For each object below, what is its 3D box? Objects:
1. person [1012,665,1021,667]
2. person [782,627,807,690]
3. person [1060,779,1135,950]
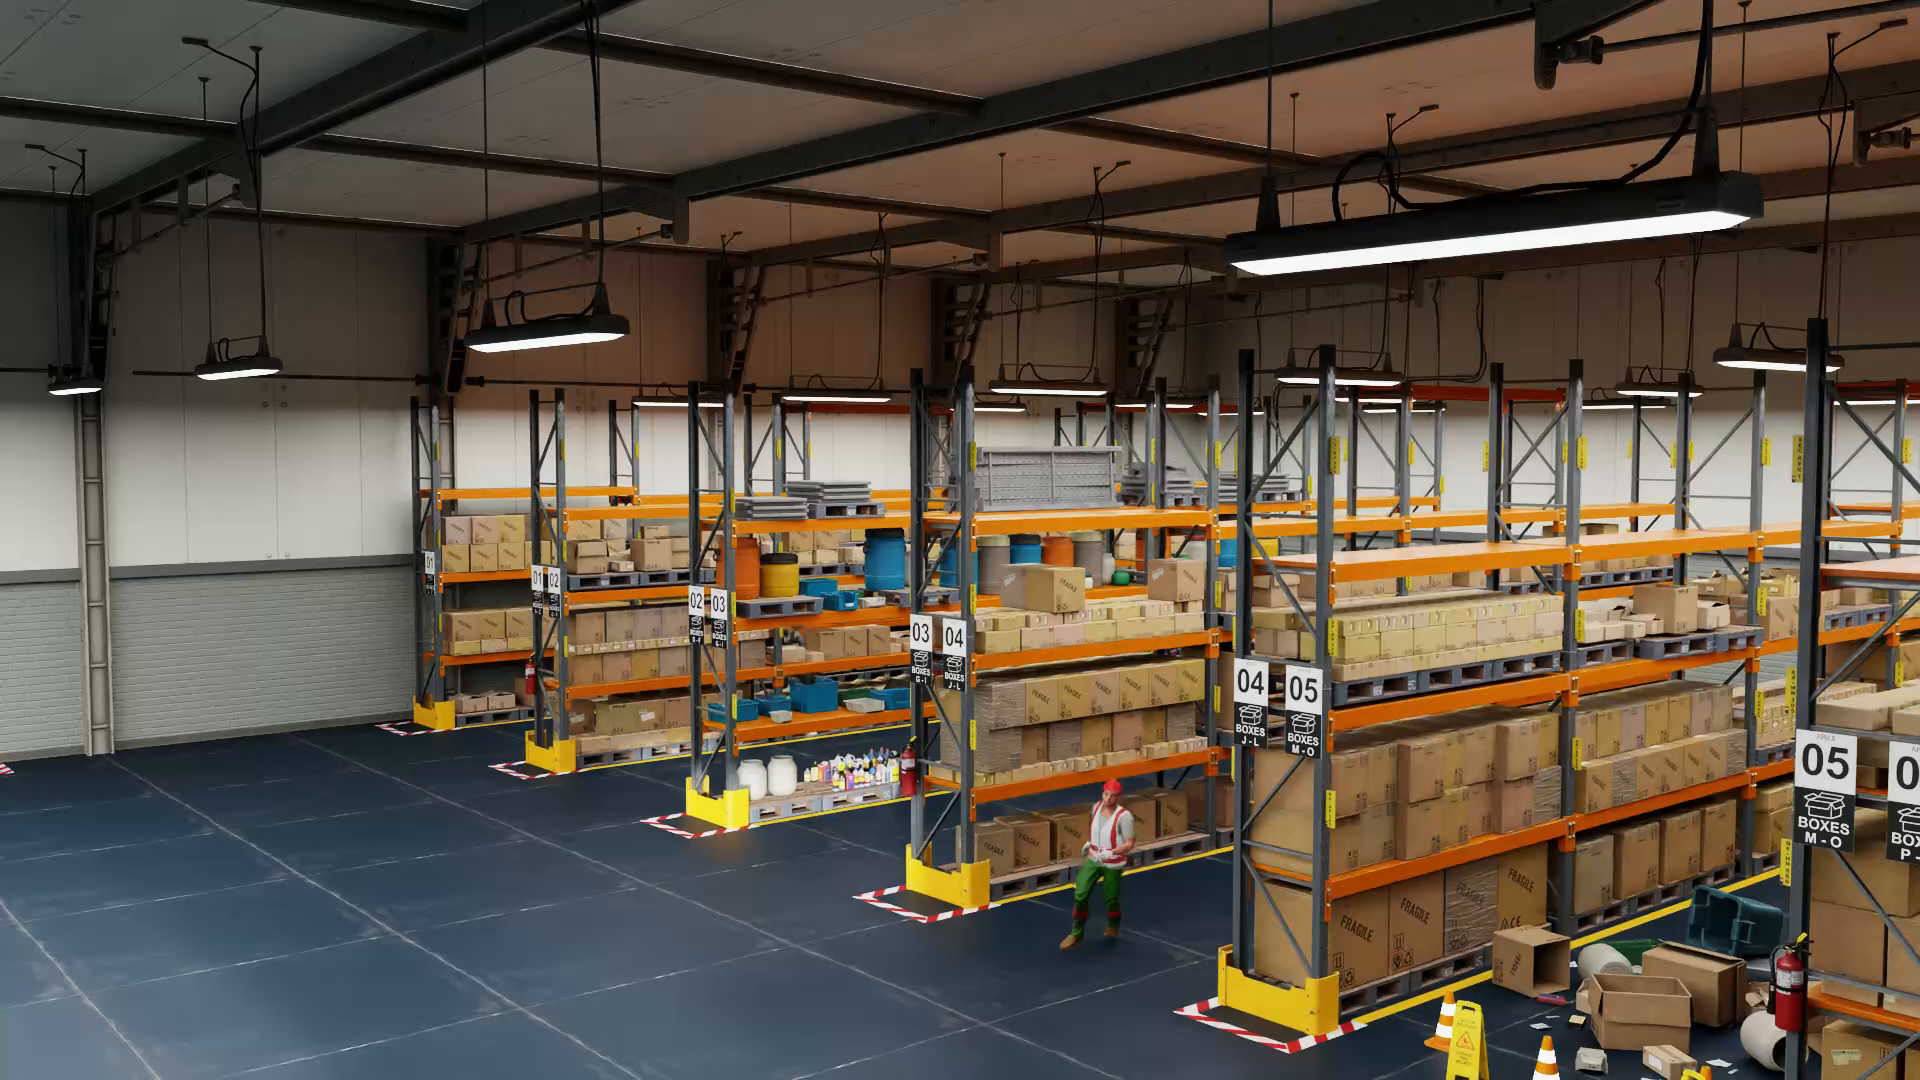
[{"bbox_3d":[1.123,2.588,29.272,0.699,1.715,0.719,2,4,33],"label":"person"},{"bbox_3d":[-3.345,2.407,33.108,0.687,1.665,0.809,0,3,2],"label":"person"},{"bbox_3d":[1.467,3.268,16.856,0.720,1.753,0.828,2,4,33],"label":"person"}]
